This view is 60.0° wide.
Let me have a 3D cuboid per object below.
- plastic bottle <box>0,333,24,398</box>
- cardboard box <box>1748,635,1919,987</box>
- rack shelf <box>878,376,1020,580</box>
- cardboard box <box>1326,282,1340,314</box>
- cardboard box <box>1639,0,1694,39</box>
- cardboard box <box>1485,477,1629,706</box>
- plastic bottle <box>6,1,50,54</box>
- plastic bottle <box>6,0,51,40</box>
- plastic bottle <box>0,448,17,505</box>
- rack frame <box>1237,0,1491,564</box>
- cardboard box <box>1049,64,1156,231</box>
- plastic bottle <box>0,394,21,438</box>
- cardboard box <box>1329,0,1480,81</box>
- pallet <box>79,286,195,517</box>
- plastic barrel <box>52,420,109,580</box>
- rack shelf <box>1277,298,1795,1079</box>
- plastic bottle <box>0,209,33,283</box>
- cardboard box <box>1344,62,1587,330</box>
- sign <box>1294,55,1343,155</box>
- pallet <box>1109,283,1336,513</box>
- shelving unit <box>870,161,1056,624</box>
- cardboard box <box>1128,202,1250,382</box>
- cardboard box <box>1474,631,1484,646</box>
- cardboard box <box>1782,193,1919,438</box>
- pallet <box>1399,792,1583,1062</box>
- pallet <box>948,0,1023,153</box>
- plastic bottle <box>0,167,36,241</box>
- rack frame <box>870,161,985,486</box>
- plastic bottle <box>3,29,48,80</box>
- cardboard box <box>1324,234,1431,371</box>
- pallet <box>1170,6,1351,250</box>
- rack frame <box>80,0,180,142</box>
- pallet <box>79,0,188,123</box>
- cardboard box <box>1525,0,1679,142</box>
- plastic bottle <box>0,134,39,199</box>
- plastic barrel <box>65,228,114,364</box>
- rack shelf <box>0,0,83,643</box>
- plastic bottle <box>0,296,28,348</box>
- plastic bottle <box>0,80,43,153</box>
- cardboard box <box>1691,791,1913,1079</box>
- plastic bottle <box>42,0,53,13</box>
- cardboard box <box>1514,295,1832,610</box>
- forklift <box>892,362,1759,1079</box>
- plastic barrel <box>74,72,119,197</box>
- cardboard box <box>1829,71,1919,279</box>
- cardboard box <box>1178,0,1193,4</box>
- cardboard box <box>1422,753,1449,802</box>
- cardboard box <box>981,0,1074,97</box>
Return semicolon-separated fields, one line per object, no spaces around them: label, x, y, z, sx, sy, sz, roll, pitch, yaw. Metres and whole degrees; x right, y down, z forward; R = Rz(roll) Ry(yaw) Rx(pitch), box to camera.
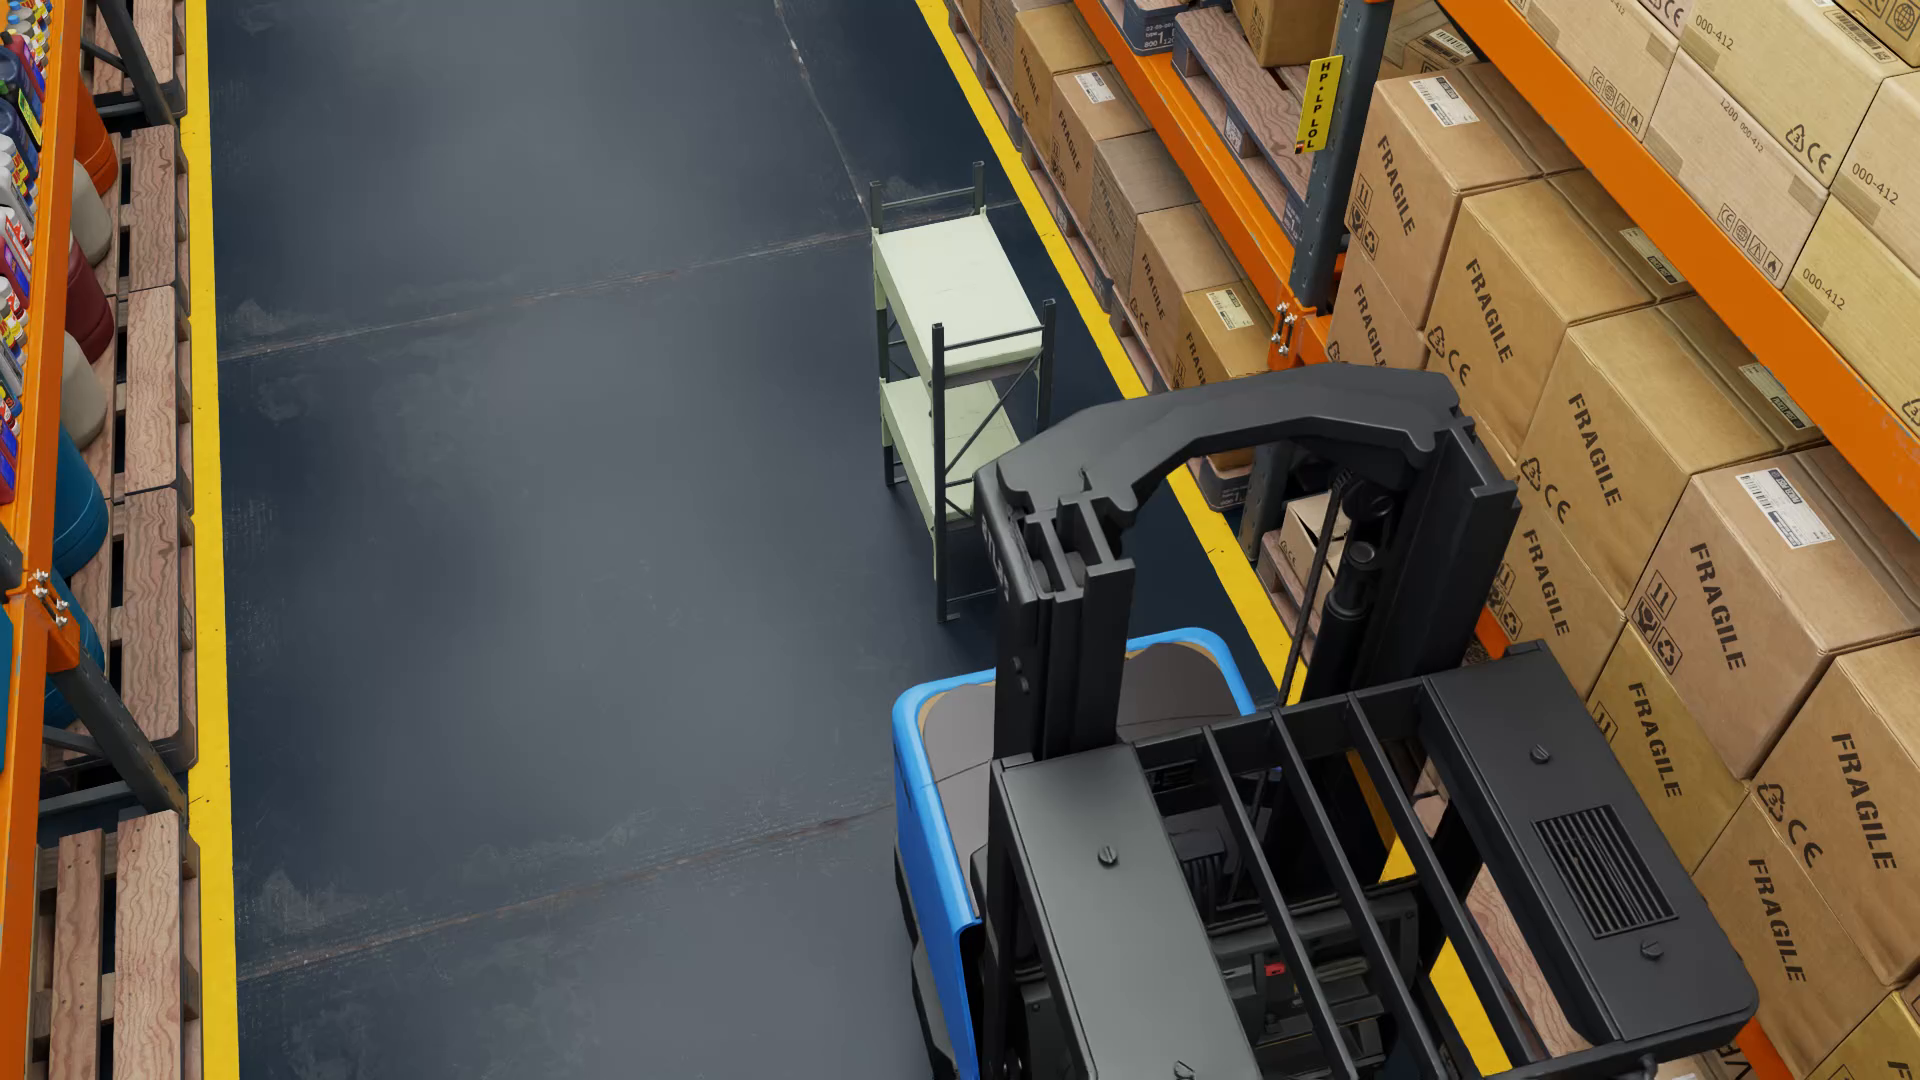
plastic bottle;-3.030;-0.568;5.138;0.152;0.276;0.135;-13;51;-11
cardboard box;2.065;0.524;3.416;0.500;0.500;0.500;-12;51;-10
rack shelf;-0.002;-0.278;6.220;0.431;0.370;0.720;-13;51;-11
cardboard box;1.674;-0.778;6.581;0.500;0.500;0.500;-15;52;-13
cardboard box;1.640;-1.337;3.514;0.500;0.250;0.500;-13;51;-11
cardboard box;1.775;0.107;4.422;0.500;0.500;0.500;-14;51;-11
plastic bottle;-3.575;-1.962;6.362;0.097;0.201;0.097;0;50;0
plastic bottle;-3.604;-2.056;6.395;0.097;0.271;0.097;0;50;0
plastic bottle;-2.849;-0.243;4.859;0.061;0.283;0.133;-13;51;-11
rack frame;1.584;-1.033;5.449;1.000;3.000;0.127;-13;51;-11
cardboard box;0.726;-1.765;7.413;0.500;0.500;0.500;-15;51;-12
plastic bottle;-2.941;-0.394;5.040;0.097;0.201;0.097;0;50;0
cardboard box;1.658;-1.598;5.585;0.700;0.500;0.500;-30;56;-23
pallet;-3.701;-0.483;6.809;1.003;0.211;1.213;-13;51;-11
plastic barrel;-3.503;-0.294;5.923;0.600;0.901;0.708;-13;51;-11
rack shelf;2.176;0.659;4.493;1.077;0.370;4.000;-13;51;-11
plastic bottle;-3.195;-0.977;5.482;0.152;0.276;0.135;-13;51;-11
cardboard box;1.455;-0.980;4.685;0.500;0.500;0.500;-12;51;-10
sign;1.055;-1.279;4.898;0.100;0.325;0.005;-13;51;-11
pallet;1.308;-0.720;7.009;1.003;0.211;1.213;-13;51;-11
shelving unit;-0.002;-0.488;5.970;0.431;1.500;0.755;-13;51;-11
cardboard box;1.026;-1.028;6.792;0.500;0.500;0.500;-13;51;-11
cardboard box;2.024;-0.018;5.940;0.500;0.500;0.500;-13;51;-11
cardboard box;1.933;-0.445;3.089;0.500;0.250;0.500;-13;51;-11
pallet;2.151;1.260;5.340;1.003;0.211;1.213;-13;51;-11
pallet;0.586;-2.502;8.511;1.003;0.211;1.213;-13;51;-11
plastic bottle;-3.264;-1.146;5.625;0.152;0.276;0.135;-13;51;-11
rack frame;-0.110;-0.756;6.196;0.400;1.500;0.023;-13;51;-11
plastic bottle;-3.518;-1.820;6.242;0.097;0.201;0.097;0;50;0
cardboard box;1.475;-0.632;5.045;0.500;0.500;0.500;-12;51;-10
pallet;1.452;-1.580;6.035;1.003;0.211;1.213;-13;51;-11
rack frame;-4.331;-2.838;6.970;1.000;3.000;0.127;-13;51;-11
pallet;-4.524;-2.514;8.521;1.003;0.211;1.213;-13;51;-11
cardboard box;1.636;-1.175;3.704;0.500;0.250;0.500;-13;51;-11
plastic bottle;-3.301;-1.307;5.763;0.097;0.271;0.097;0;50;0
plastic barrel;-3.837;-1.018;6.738;0.600;0.588;0.708;-13;51;-11
rack shelf;-3.740;-1.145;6.014;1.077;0.370;4.000;-13;51;-11
plastic bottle;-3.067;-0.706;5.303;0.097;0.201;0.097;0;50;0
plastic bottle;-3.372;-1.534;5.947;0.061;0.283;0.133;-13;51;-11
cardboard box;2.076;0.846;3.799;0.500;0.500;0.500;-13;51;-11
plastic bottle;-3.662;-2.198;6.515;0.097;0.271;0.097;0;50;0
cardboard box;1.759;-0.228;4.051;0.500;0.500;0.500;-15;51;-12
forklift;0.654;1.177;3.631;1.130;2.935;3.031;-11;51;-9
plastic barrel;-4.171;-1.920;7.341;0.600;0.830;0.708;-13;51;-11
cardboard box;1.925;-0.604;2.896;0.500;0.250;0.500;-13;51;-11
cardboard box;1.003;-2.477;6.326;0.700;0.500;0.500;-25;54;-20
cardboard box;1.767;0.723;5.534;0.380;0.166;0.250;-13;51;-11
cardboard box;0.423;-2.513;8.043;0.500;0.500;0.500;-15;51;-12
